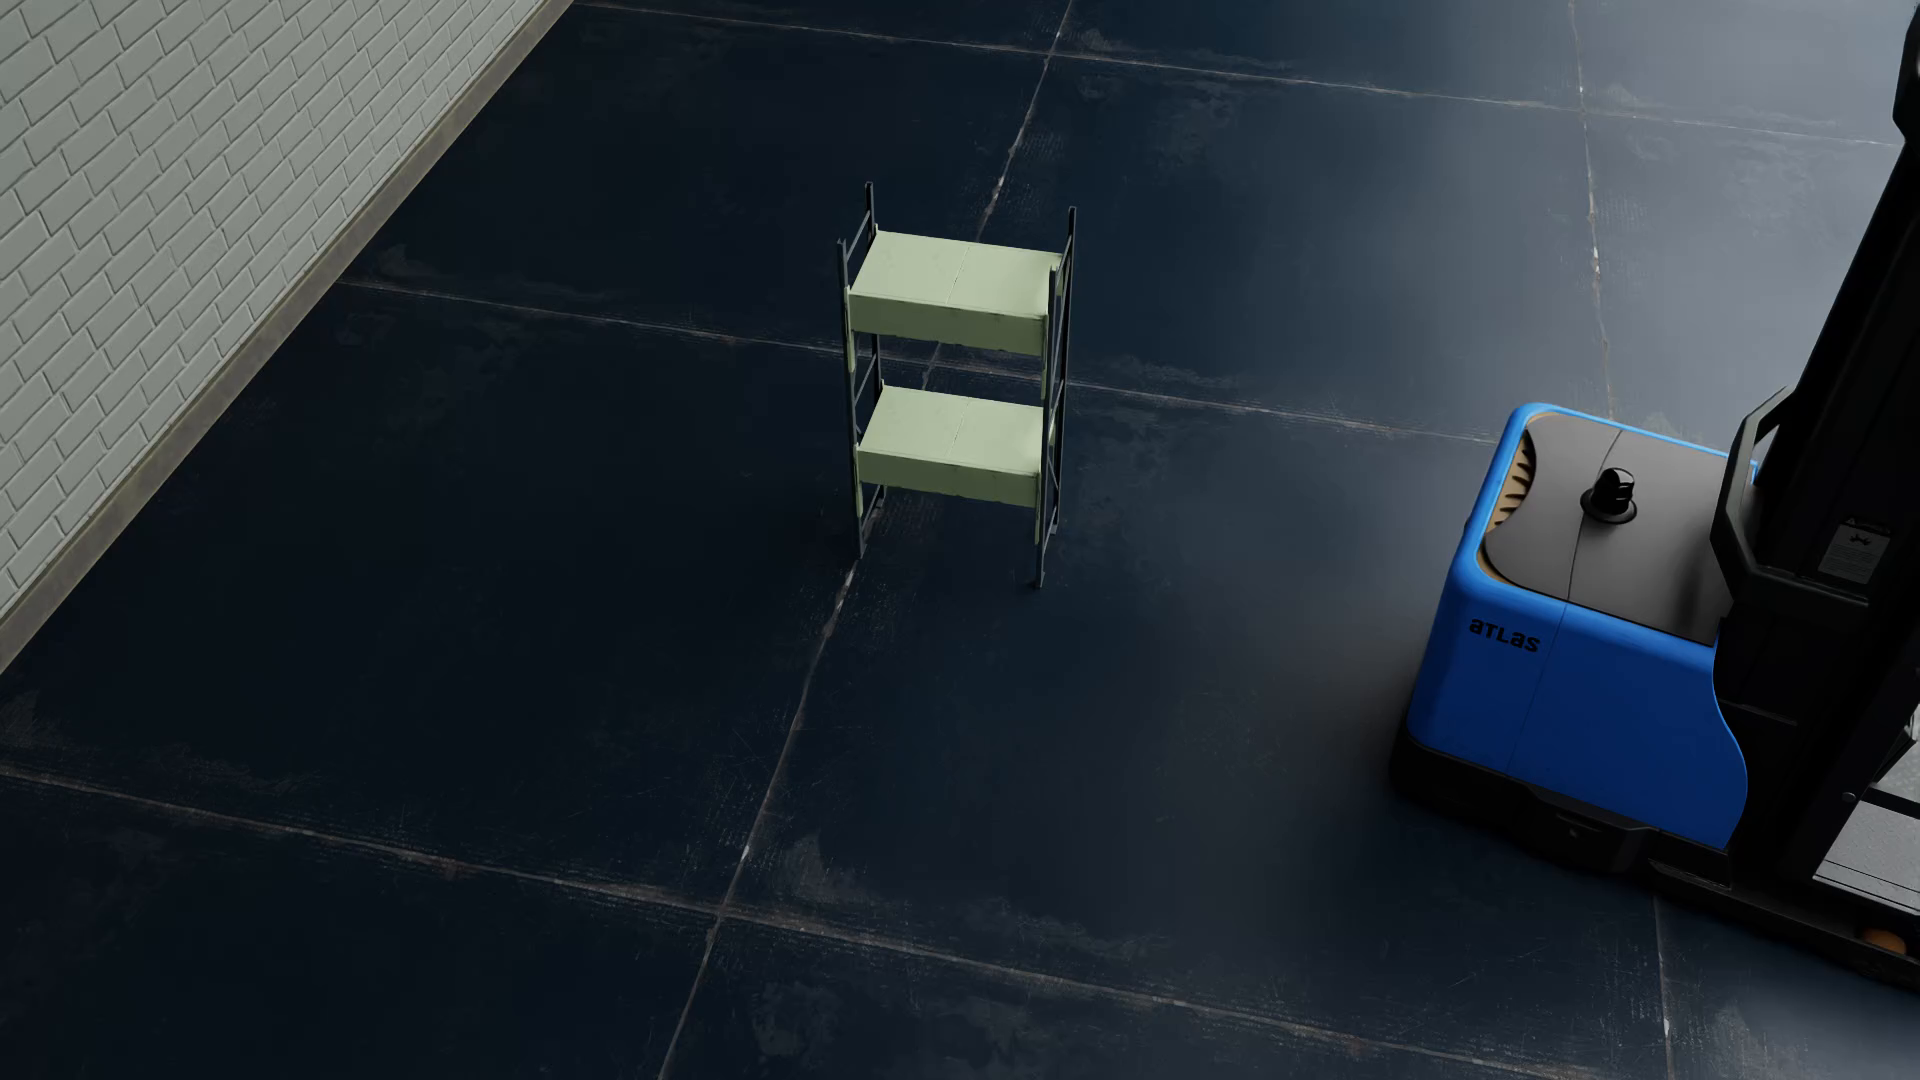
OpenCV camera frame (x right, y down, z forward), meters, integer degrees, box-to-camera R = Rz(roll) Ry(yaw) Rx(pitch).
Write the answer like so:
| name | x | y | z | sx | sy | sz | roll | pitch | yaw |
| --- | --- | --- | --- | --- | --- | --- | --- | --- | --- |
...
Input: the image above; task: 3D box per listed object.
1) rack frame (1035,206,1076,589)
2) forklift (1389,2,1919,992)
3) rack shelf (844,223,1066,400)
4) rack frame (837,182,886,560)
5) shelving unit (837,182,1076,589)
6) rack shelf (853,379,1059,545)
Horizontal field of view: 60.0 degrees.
| name | x | y | z | sx | sy | sz | roll | pitch | yaw |
| --- | --- | --- | --- | --- | --- | --- | --- | --- | --- |
| rack frame | 0.351 | -0.486 | 6.173 | 0.023 | 1.500 | 0.400 | 9 | 45 | 9 |
| forklift | 3.055 | -0.025 | 4.663 | 3.031 | 2.935 | 1.130 | 19 | 47 | 19 |
| rack shelf | -0.007 | -0.823 | 5.960 | 0.720 | 0.370 | 0.431 | 9 | 45 | 9 |
| rack frame | -0.364 | -0.597 | 6.289 | 0.023 | 1.500 | 0.400 | 9 | 45 | 9 |
| shelving unit | -0.007 | -0.541 | 6.231 | 0.755 | 1.500 | 0.431 | 9 | 45 | 9 |
| rack shelf | -0.007 | -0.306 | 6.457 | 0.720 | 0.370 | 0.431 | 9 | 45 | 9 |
